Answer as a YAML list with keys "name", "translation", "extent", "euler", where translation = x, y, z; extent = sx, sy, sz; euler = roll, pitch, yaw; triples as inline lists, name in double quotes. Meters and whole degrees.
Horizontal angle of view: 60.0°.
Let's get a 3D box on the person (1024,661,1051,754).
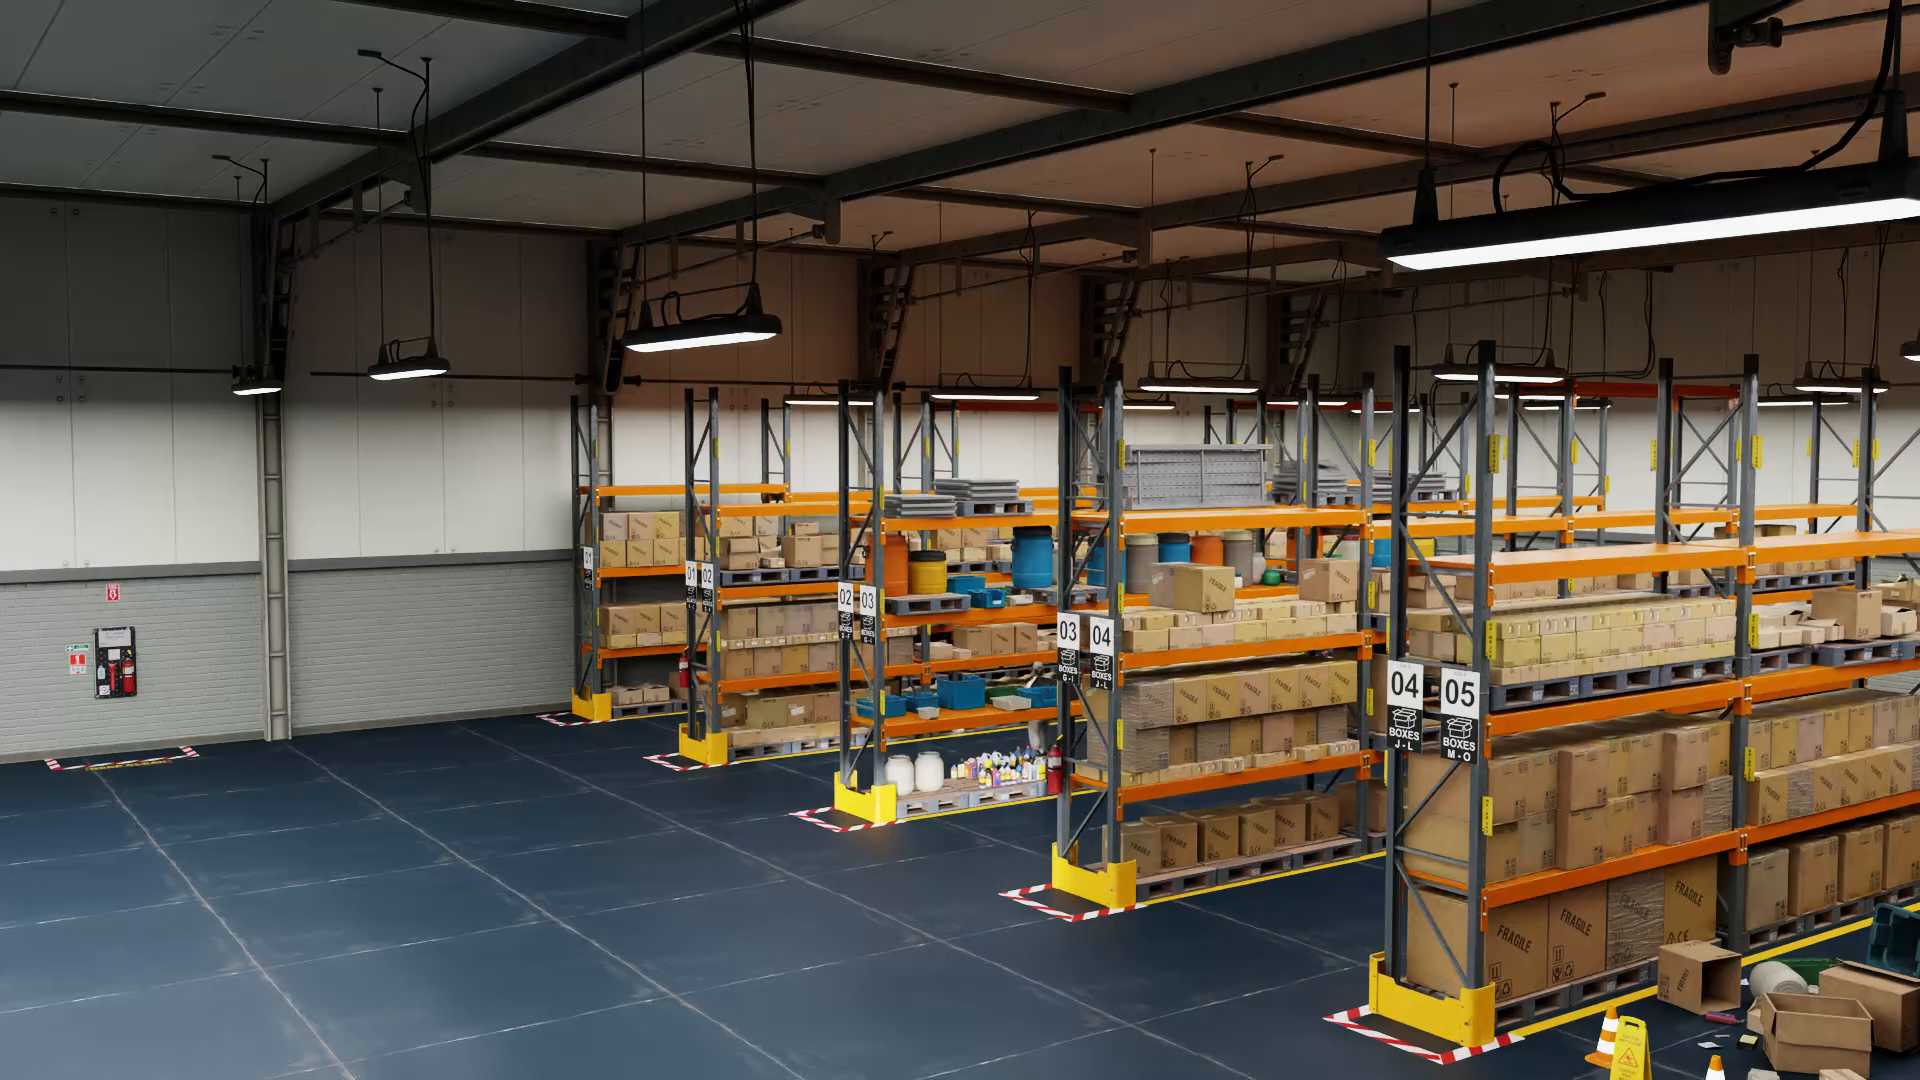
- name: "person"
  translation: [1.226, 2.743, 26.428]
  extent: [0.443, 1.658, 0.532]
  euler: [3, 5, 41]
